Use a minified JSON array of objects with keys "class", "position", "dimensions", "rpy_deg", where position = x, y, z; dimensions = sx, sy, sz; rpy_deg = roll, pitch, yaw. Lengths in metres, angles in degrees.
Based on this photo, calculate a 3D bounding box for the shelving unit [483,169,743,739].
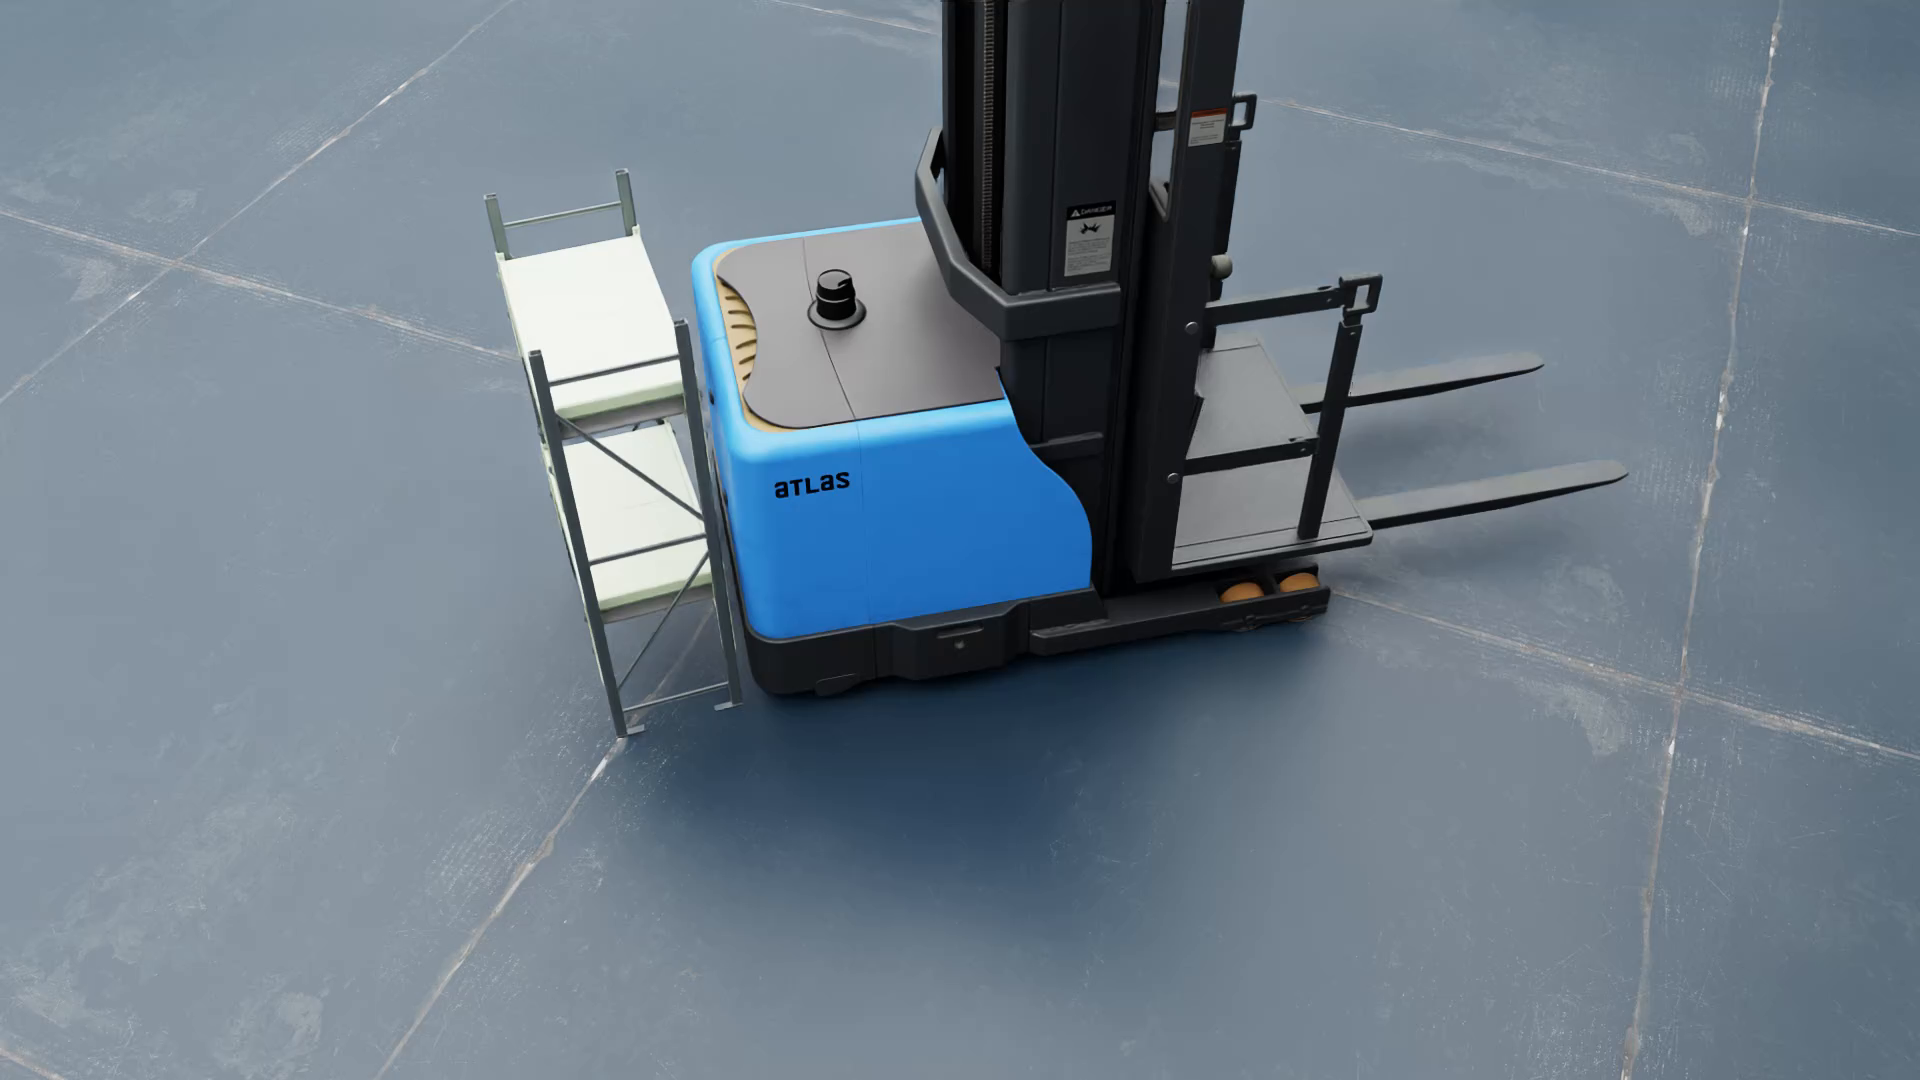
[{"class":"shelving unit","position":[-0.997,-0.215,4.903],"dimensions":[0.431,1.500,0.755],"rpy_deg":[-14,47,-14]}]

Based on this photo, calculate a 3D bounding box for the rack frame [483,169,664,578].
[{"class":"rack frame","position":[-1.121,-0.458,5.147],"dimensions":[0.400,1.500,0.023],"rpy_deg":[-14,47,-14]}]

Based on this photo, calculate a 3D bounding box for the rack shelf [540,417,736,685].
[{"class":"rack shelf","position":[-0.997,0.016,5.133],"dimensions":[0.431,0.370,0.720],"rpy_deg":[-14,47,-14]}]

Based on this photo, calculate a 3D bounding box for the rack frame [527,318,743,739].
[{"class":"rack frame","position":[-0.873,0.028,4.658],"dimensions":[0.400,1.500,0.023],"rpy_deg":[-14,47,-14]}]

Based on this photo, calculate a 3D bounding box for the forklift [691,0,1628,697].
[{"class":"forklift","position":[0.728,-1.095,4.772],"dimensions":[3.031,2.935,1.130],"rpy_deg":[-9,46,-9]}]

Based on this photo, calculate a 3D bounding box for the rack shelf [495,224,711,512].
[{"class":"rack shelf","position":[-0.997,-0.492,4.627],"dimensions":[0.431,0.370,0.720],"rpy_deg":[-14,47,-14]}]
